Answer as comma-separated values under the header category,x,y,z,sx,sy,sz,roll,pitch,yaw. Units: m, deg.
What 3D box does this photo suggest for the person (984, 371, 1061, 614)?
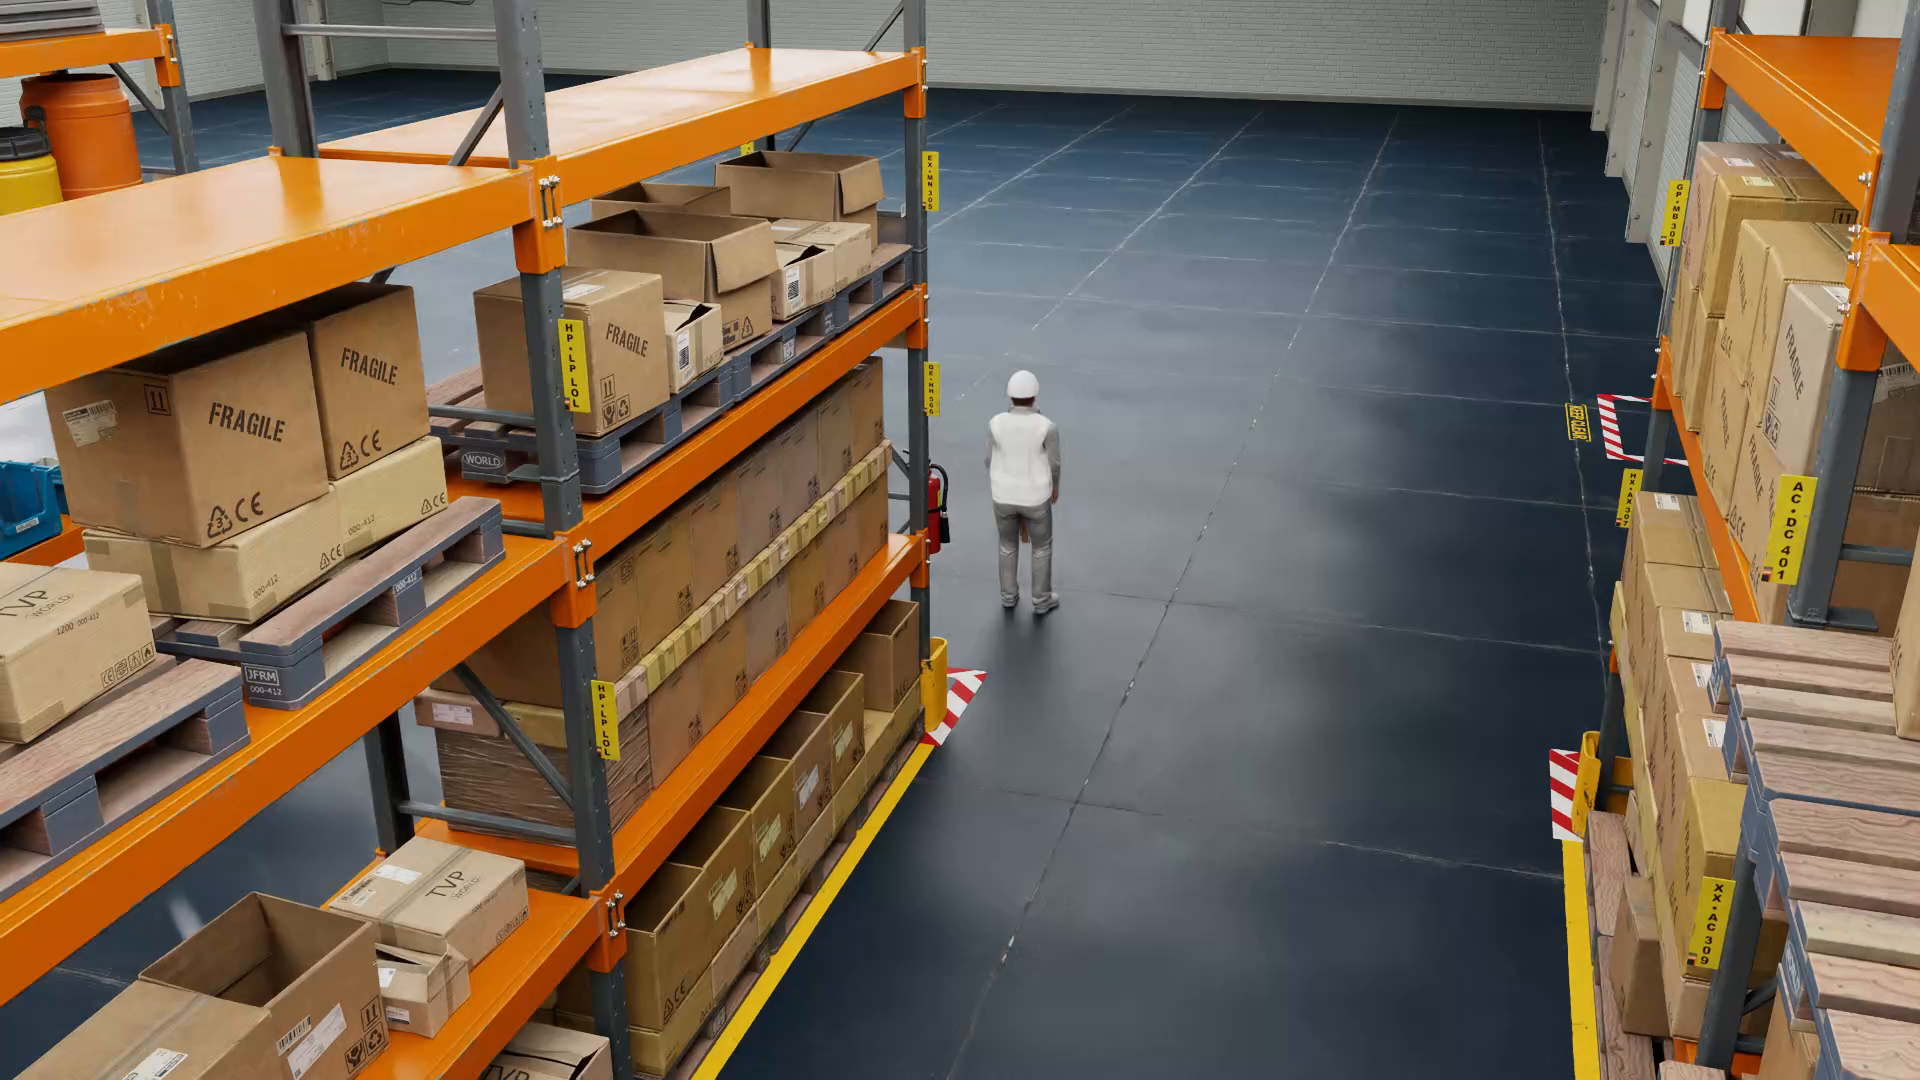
category,x,y,z,sx,sy,sz,roll,pitch,yaw
person,0.449,-0.341,11.898,0.558,1.777,0.472,6,23,14
